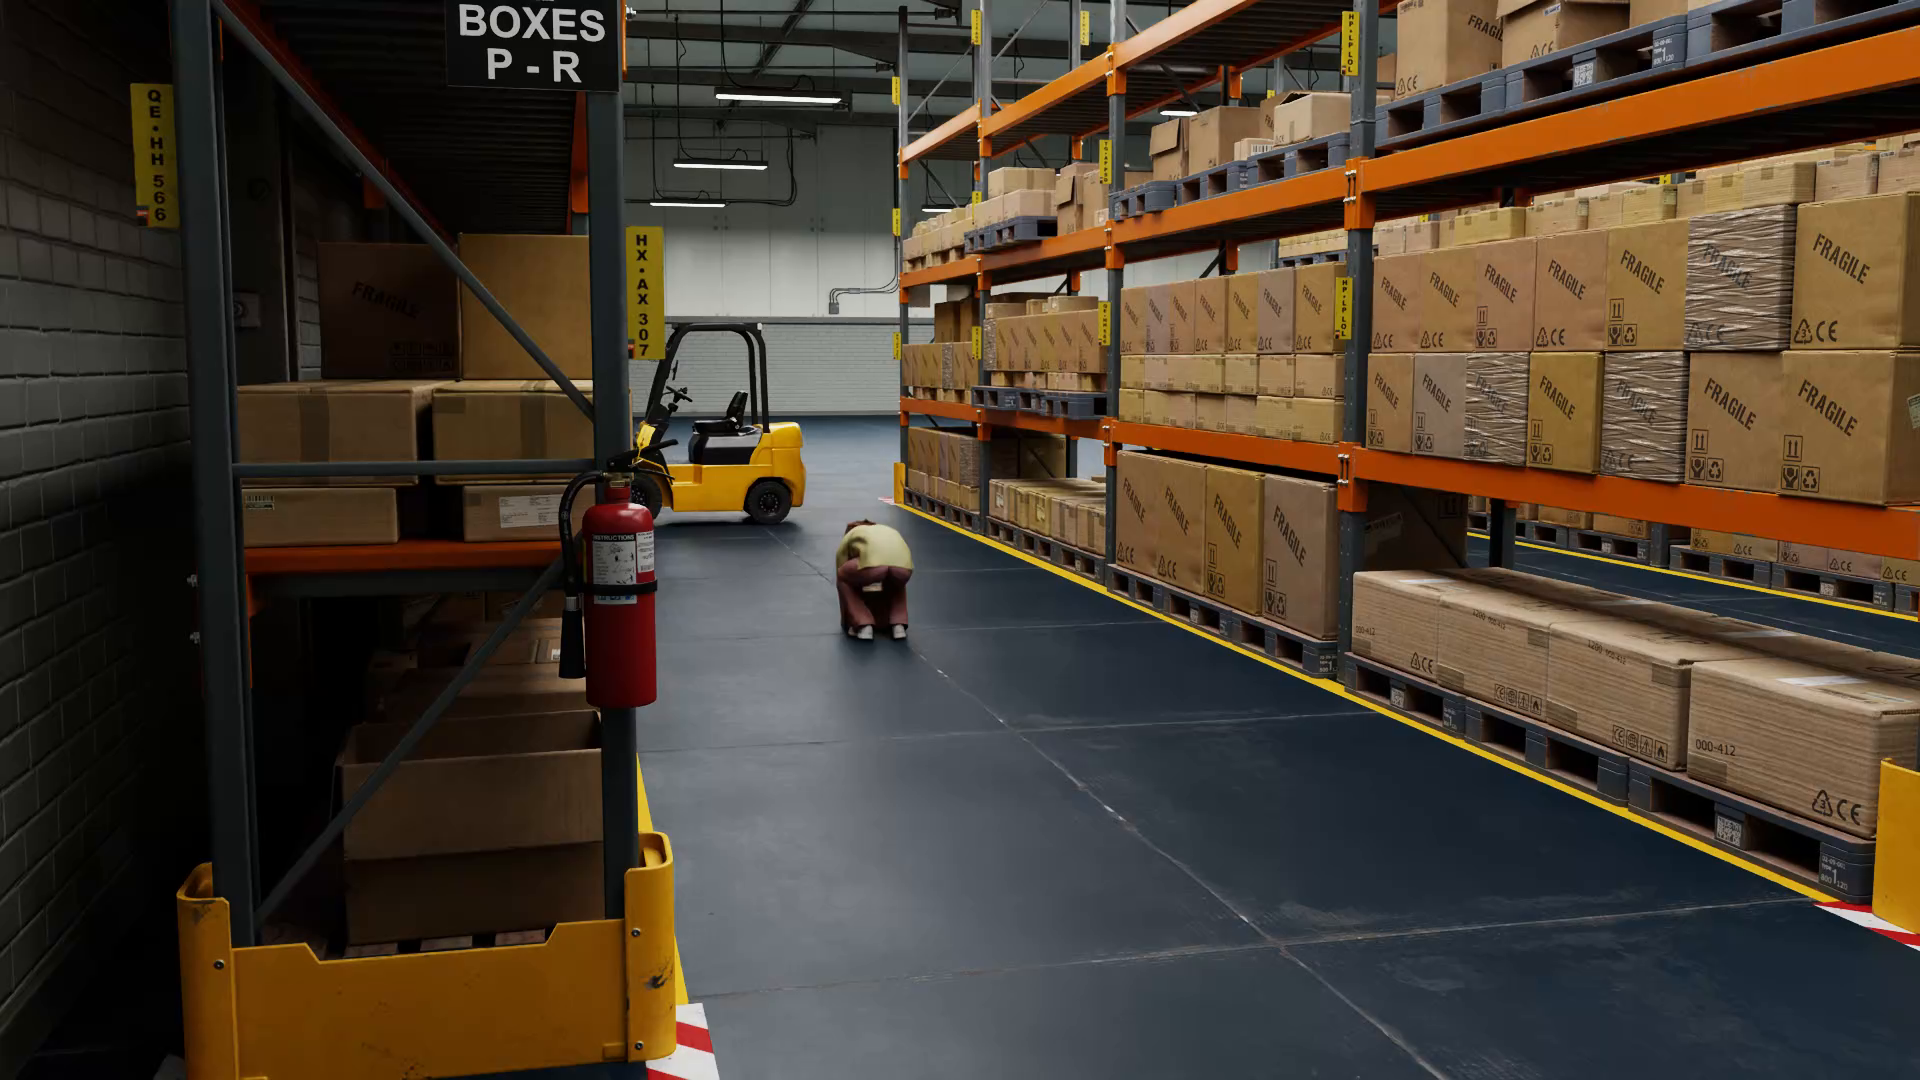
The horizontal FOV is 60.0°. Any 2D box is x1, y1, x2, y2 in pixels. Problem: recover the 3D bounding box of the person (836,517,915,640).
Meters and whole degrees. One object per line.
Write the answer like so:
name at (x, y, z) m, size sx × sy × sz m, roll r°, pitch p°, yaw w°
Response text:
person at (-0.563, 0.246, 10.777) m, size 0.457 × 0.756 × 0.864 m, roll -2°, pitch 6°, yaw -15°
